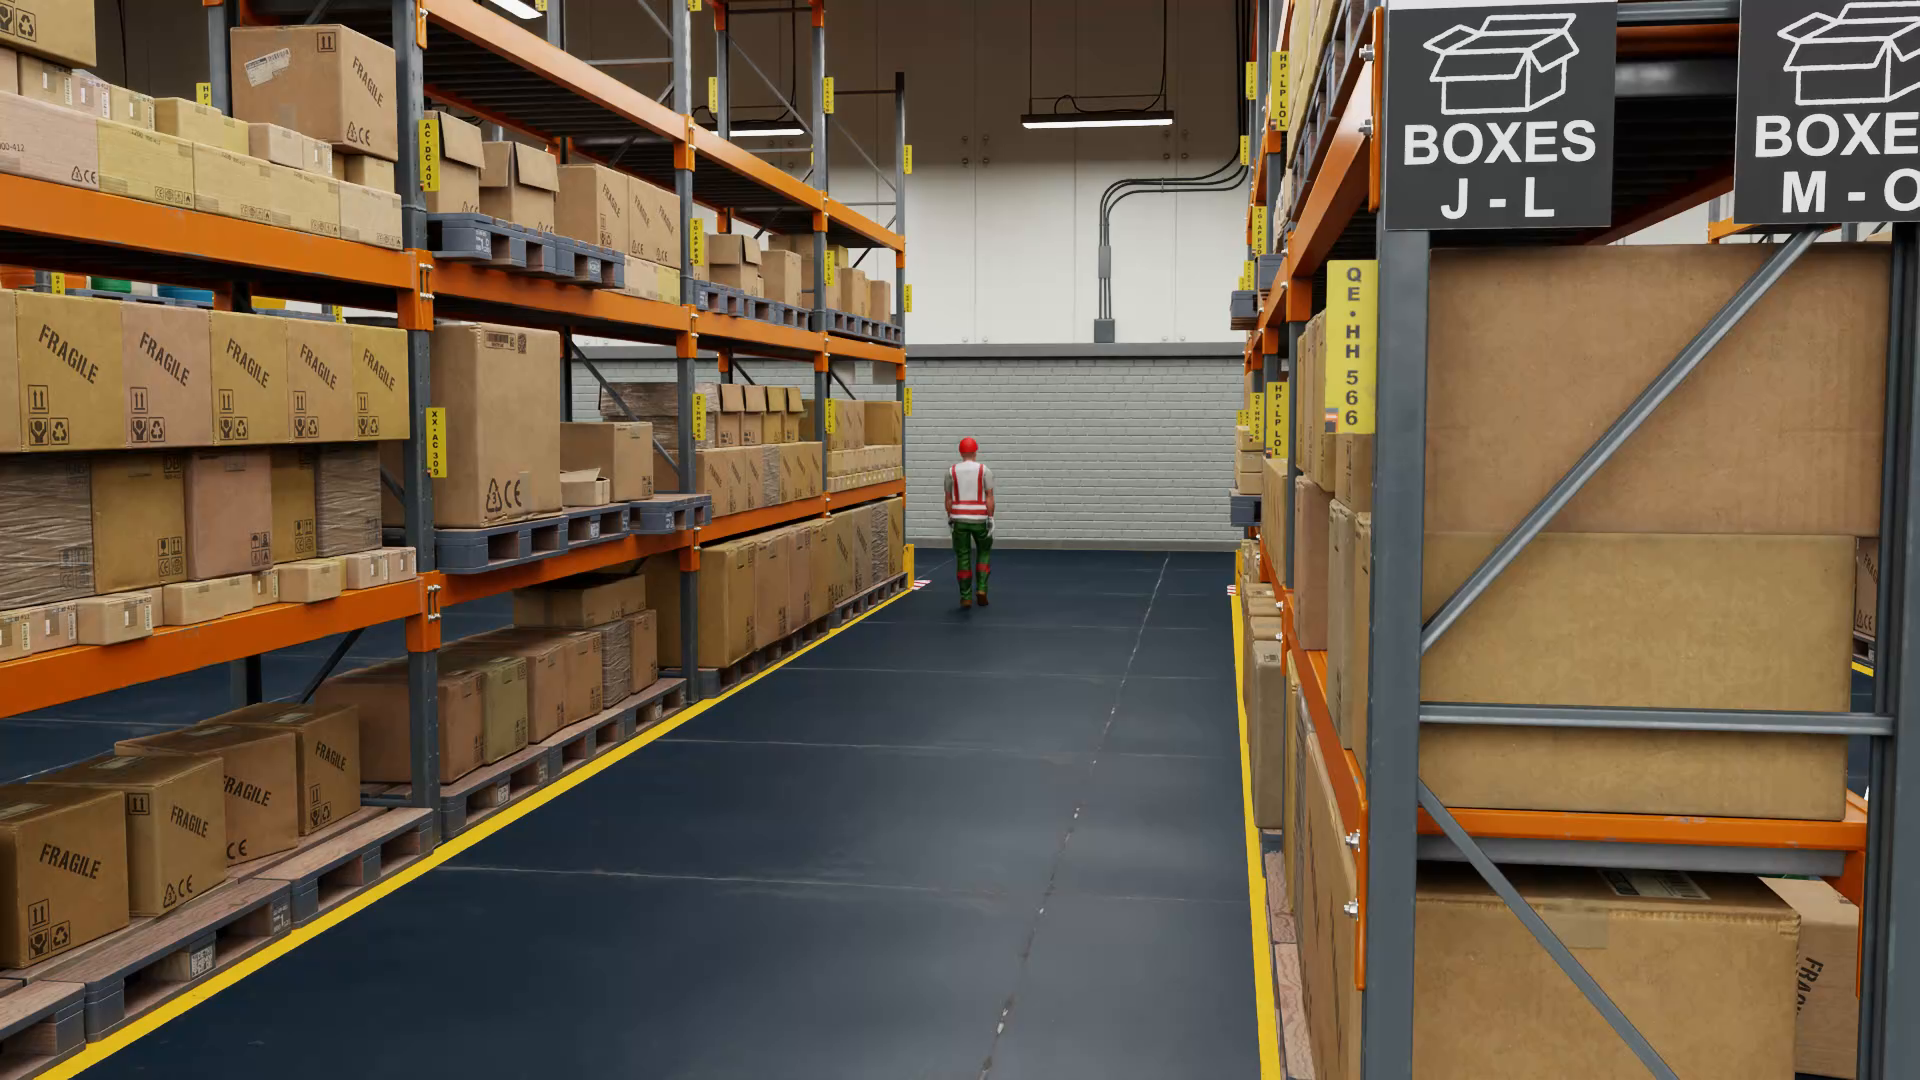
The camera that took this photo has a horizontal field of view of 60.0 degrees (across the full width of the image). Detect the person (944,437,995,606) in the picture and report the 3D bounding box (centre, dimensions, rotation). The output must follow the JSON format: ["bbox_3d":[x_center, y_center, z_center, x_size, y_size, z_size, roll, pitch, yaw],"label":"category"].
[{"bbox_3d":[0.106,-0.179,17.735,0.543,1.838,0.511,0,4,3],"label":"person"}]
